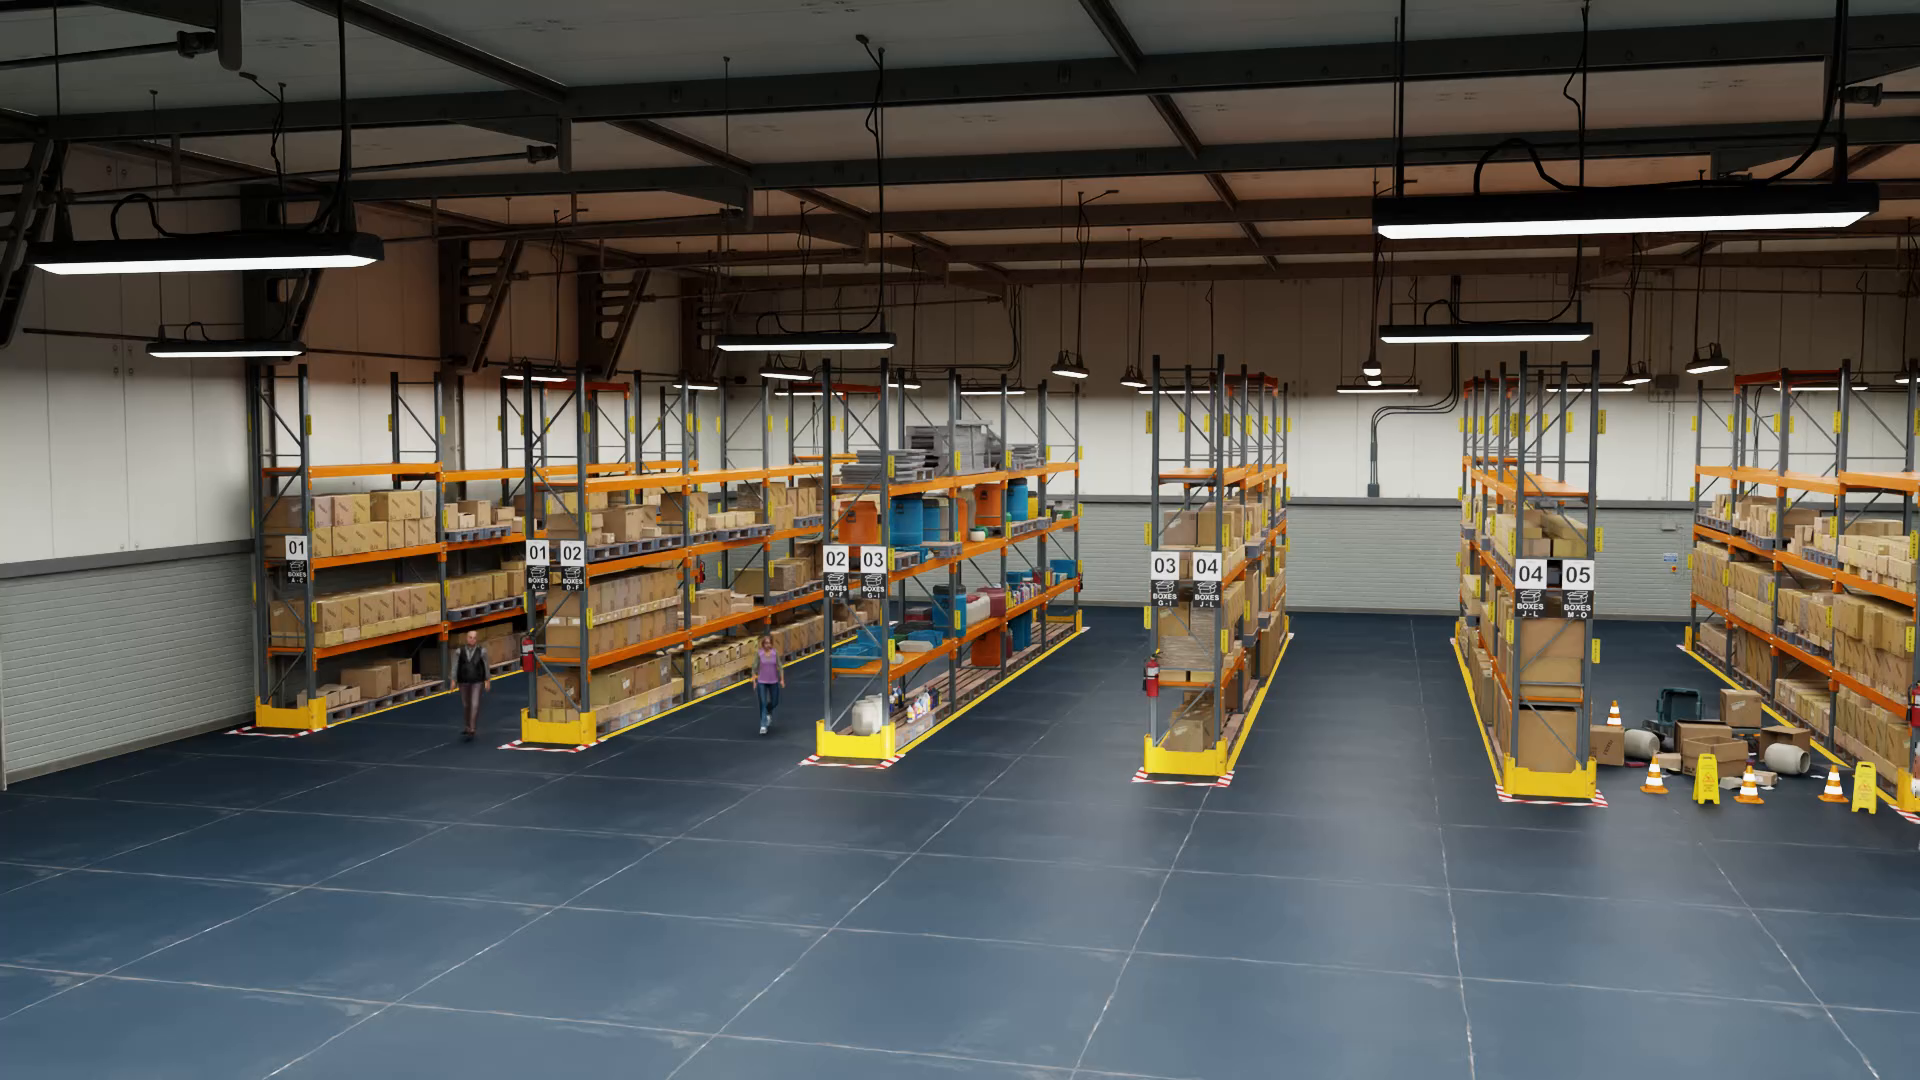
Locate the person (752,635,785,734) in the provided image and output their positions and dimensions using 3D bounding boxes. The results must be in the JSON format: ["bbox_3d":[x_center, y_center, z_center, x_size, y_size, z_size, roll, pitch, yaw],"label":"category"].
[{"bbox_3d":[-3.134,2.331,27.135,0.522,1.583,0.673,-1,4,-13],"label":"person"}]

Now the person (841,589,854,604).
[{"bbox_3d":[-2.966,1.064,44.278,0.447,1.787,0.565,1,4,16],"label":"person"}]

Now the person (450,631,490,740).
[{"bbox_3d":[-7.850,2.305,26.601,0.574,1.700,0.786,0,4,-3],"label":"person"}]

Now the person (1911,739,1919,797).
[{"bbox_3d":[11.271,2.797,18.989,0.580,1.760,0.884,0,4,-7],"label":"person"}]
